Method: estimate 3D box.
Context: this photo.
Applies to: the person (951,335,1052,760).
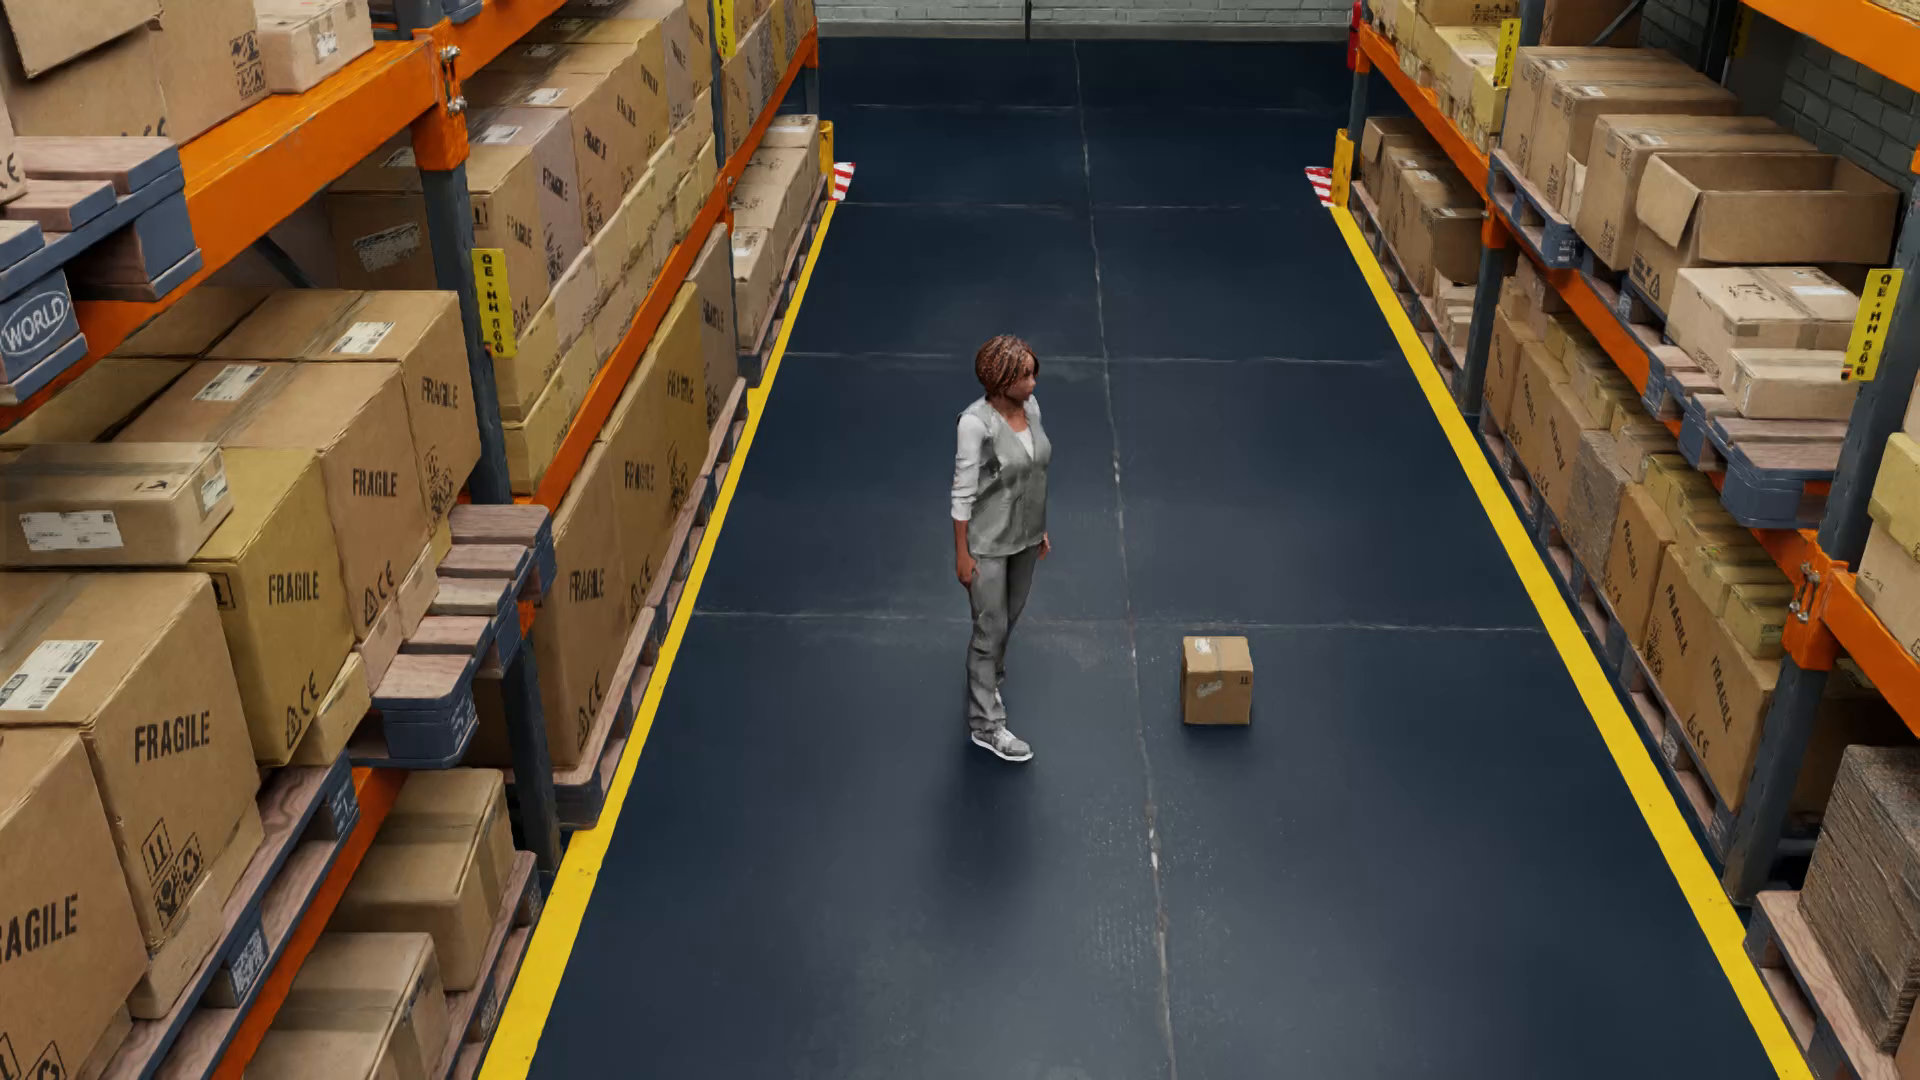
[{"bbox_3d":[0.169,0.014,6.113,0.500,1.607,0.430,23,36,36],"label":"person"}]
